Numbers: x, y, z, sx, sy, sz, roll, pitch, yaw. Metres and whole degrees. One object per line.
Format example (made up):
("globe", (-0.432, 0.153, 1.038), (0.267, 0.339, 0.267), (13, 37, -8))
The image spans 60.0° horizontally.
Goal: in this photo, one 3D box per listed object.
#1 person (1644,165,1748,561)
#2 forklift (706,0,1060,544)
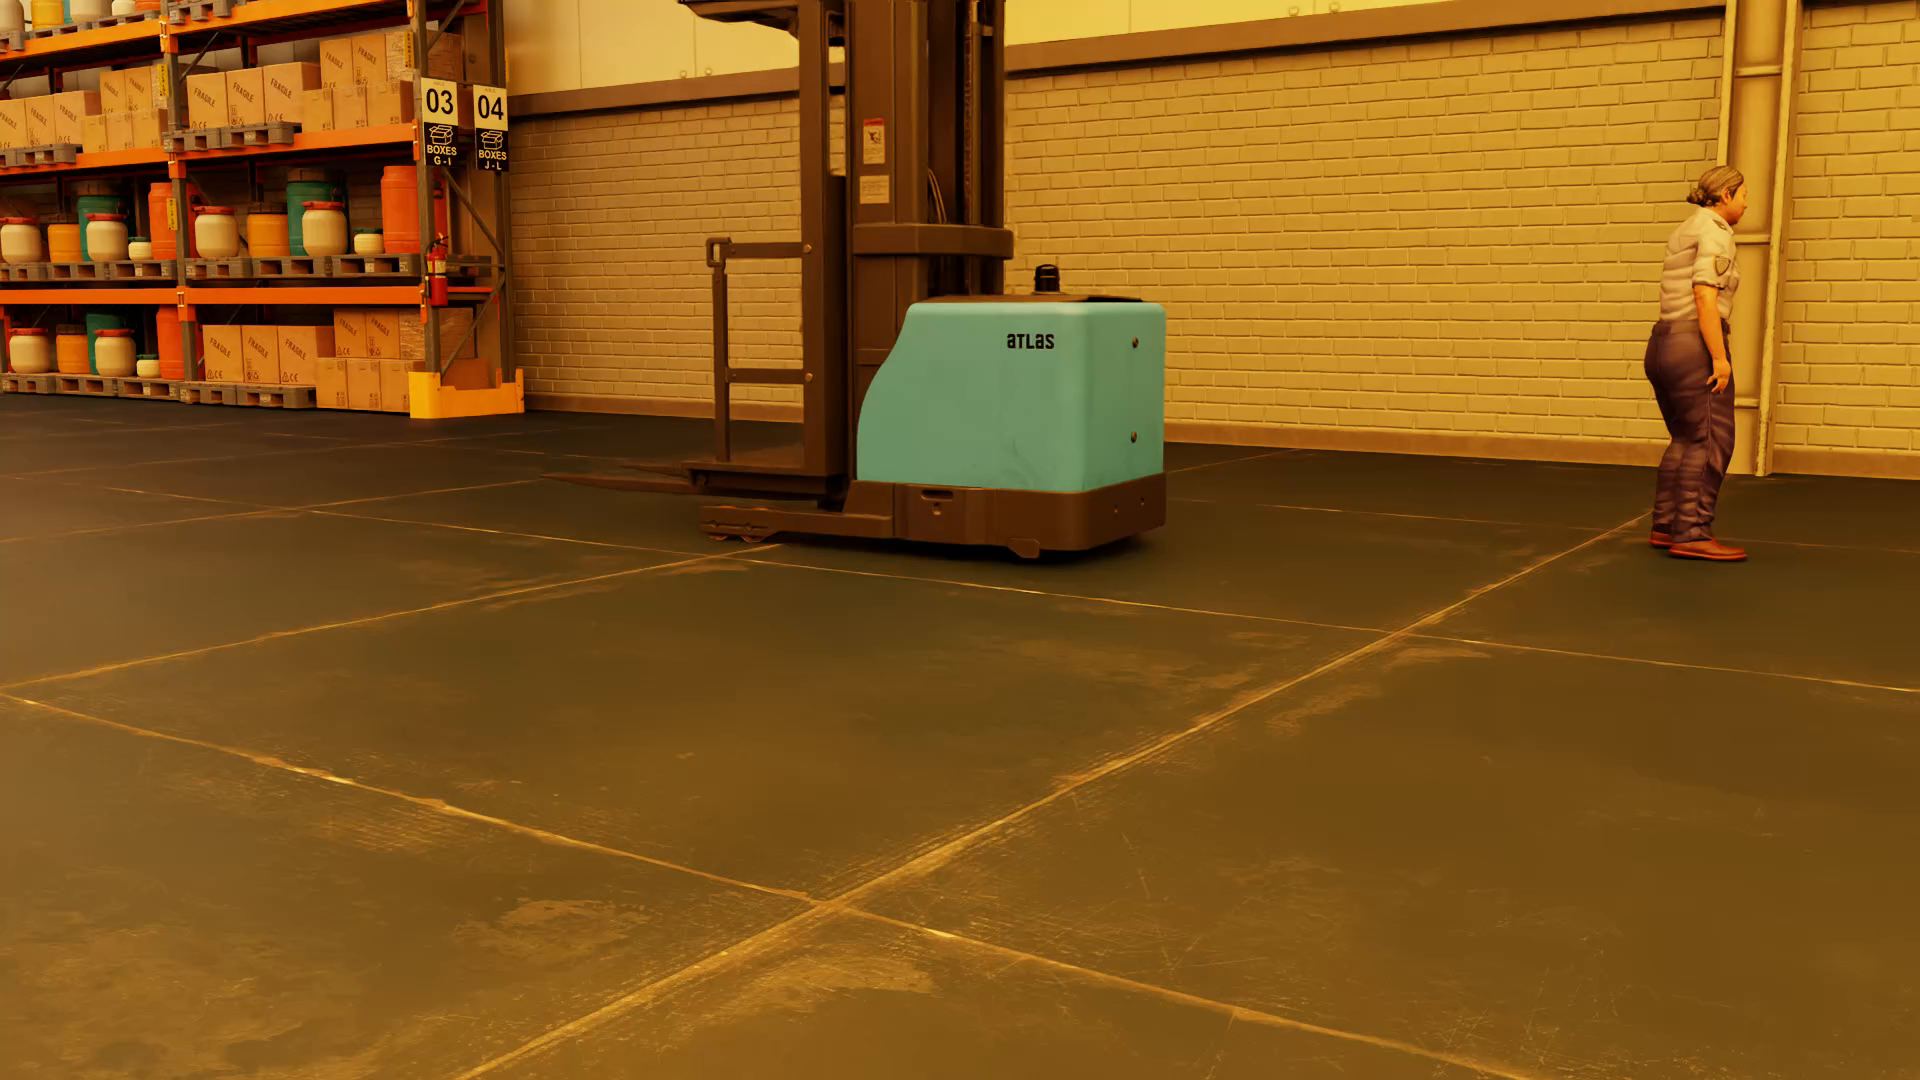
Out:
("person", (3.152, -0.762, 7.114), (0.372, 1.651, 0.543), (1, 8, 6))
("forklift", (-0.607, -1.495, 7.704), (3.031, 2.935, 1.121), (4, 9, 28))
